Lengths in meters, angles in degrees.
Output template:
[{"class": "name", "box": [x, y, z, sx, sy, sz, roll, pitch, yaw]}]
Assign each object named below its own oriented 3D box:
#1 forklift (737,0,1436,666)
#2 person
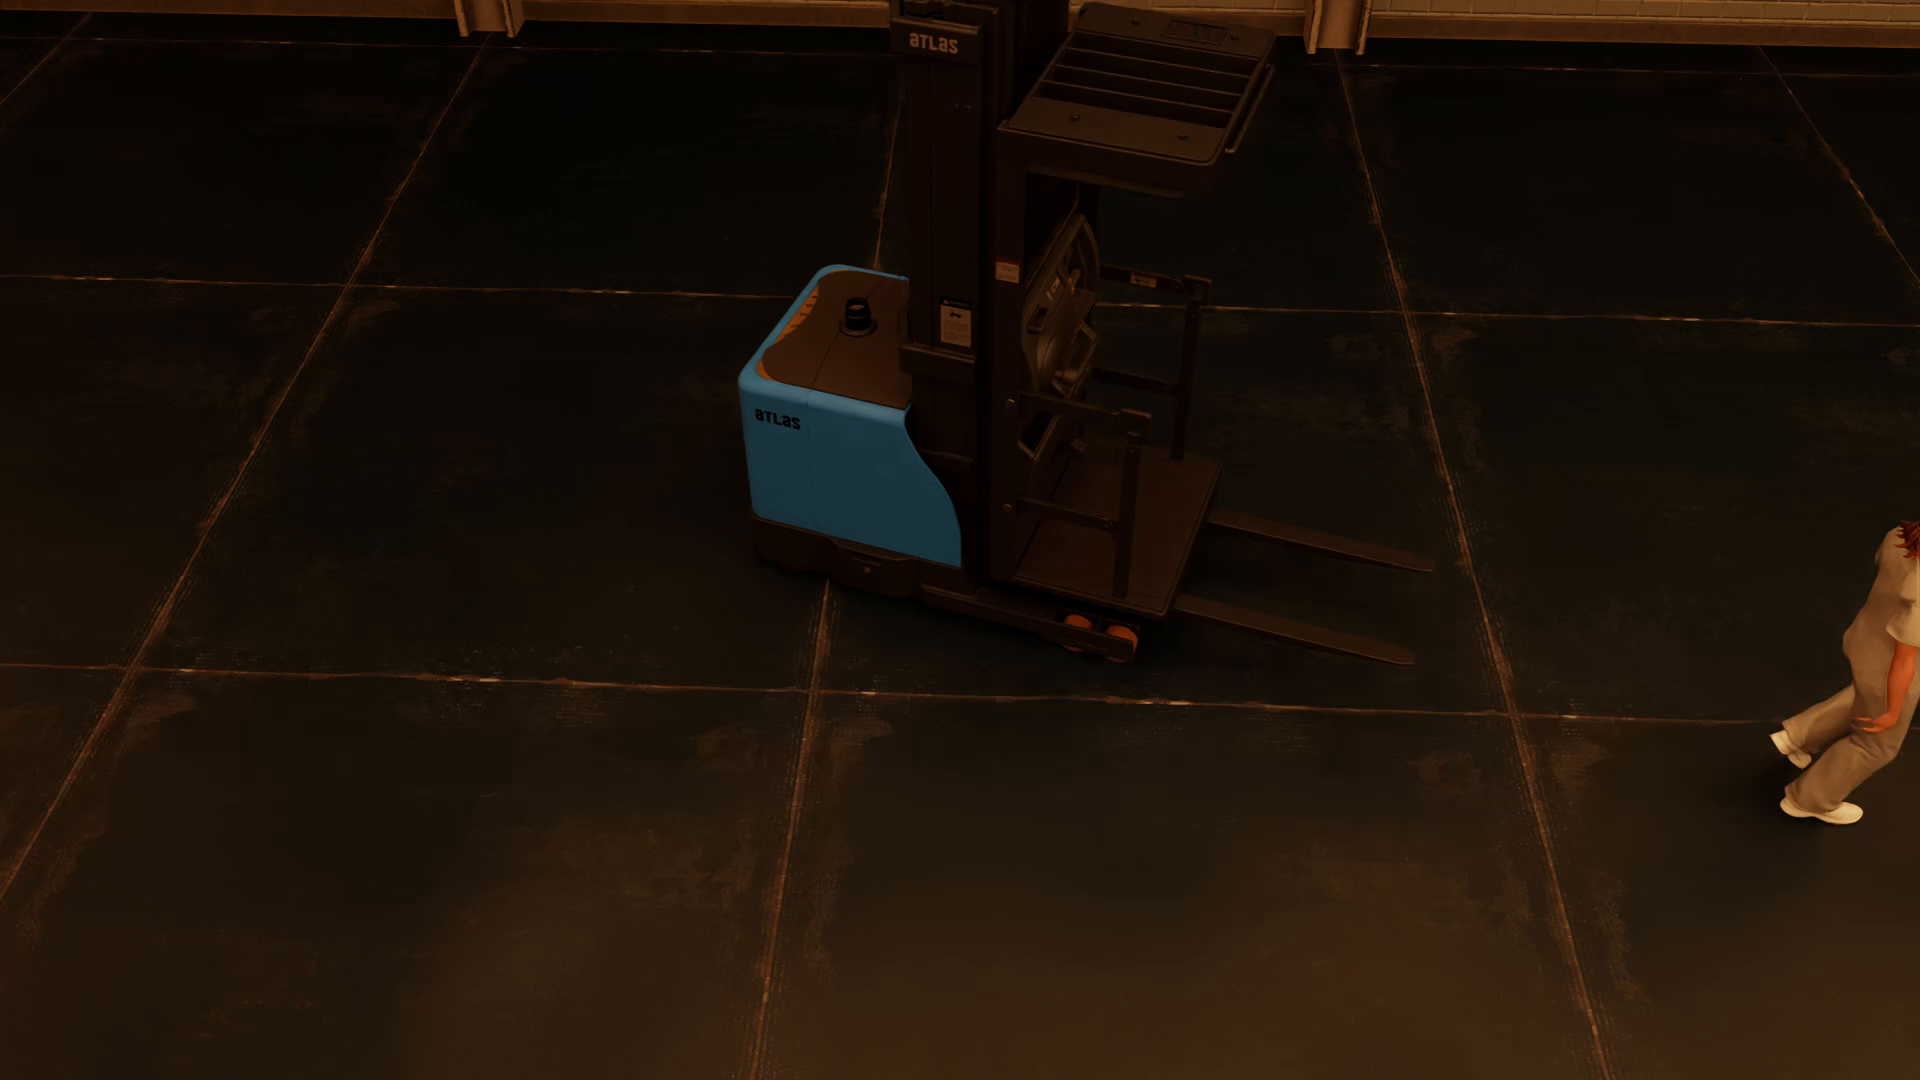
[{"class": "forklift", "box": [0.601, -0.950, 6.783, 3.031, 2.935, 1.130, 14, 44, 15]}, {"class": "person", "box": [3.481, 0.449, 6.199, 0.460, 1.655, 0.594, 4, 43, 4]}]
